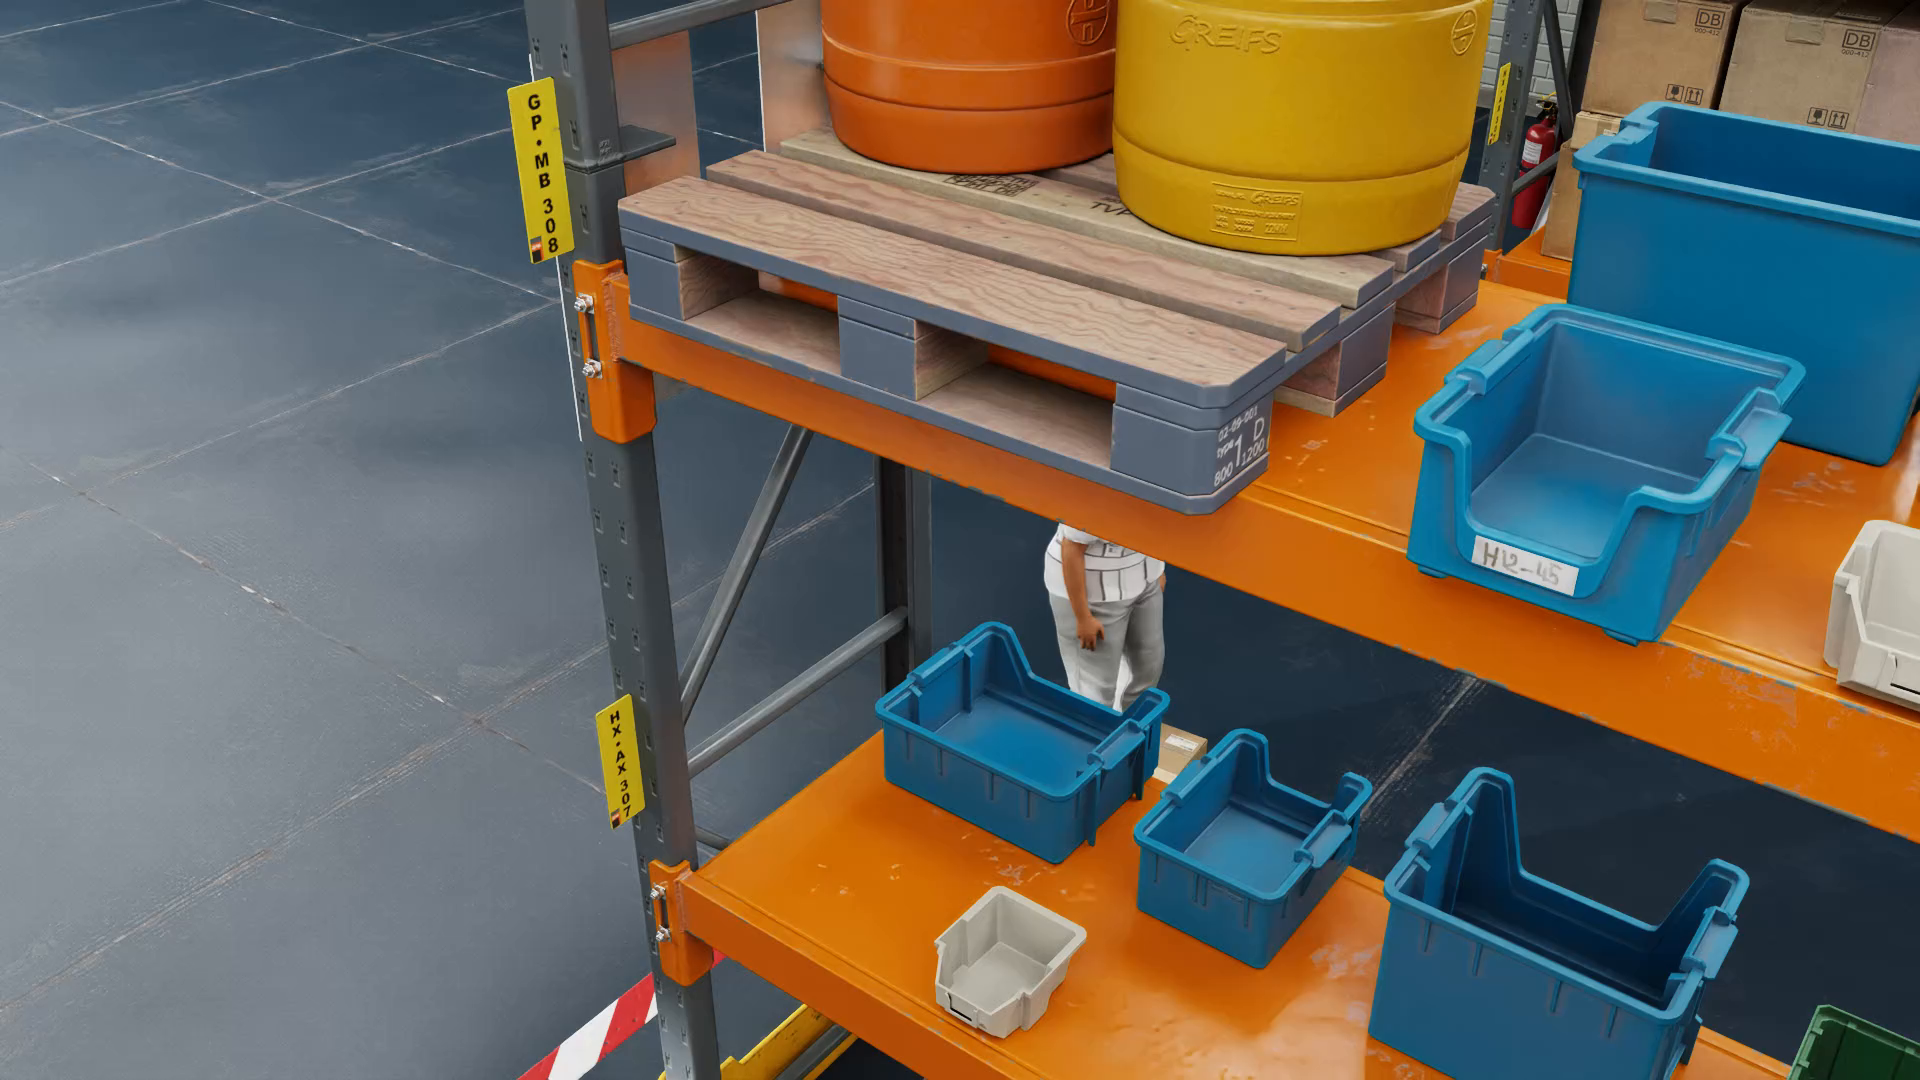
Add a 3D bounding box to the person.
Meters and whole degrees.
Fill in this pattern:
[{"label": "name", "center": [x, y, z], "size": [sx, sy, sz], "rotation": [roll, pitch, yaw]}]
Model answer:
[{"label": "person", "center": [0.549, 0.181, 5.826], "size": [0.465, 1.666, 0.538], "rotation": [22, 37, 32]}]
